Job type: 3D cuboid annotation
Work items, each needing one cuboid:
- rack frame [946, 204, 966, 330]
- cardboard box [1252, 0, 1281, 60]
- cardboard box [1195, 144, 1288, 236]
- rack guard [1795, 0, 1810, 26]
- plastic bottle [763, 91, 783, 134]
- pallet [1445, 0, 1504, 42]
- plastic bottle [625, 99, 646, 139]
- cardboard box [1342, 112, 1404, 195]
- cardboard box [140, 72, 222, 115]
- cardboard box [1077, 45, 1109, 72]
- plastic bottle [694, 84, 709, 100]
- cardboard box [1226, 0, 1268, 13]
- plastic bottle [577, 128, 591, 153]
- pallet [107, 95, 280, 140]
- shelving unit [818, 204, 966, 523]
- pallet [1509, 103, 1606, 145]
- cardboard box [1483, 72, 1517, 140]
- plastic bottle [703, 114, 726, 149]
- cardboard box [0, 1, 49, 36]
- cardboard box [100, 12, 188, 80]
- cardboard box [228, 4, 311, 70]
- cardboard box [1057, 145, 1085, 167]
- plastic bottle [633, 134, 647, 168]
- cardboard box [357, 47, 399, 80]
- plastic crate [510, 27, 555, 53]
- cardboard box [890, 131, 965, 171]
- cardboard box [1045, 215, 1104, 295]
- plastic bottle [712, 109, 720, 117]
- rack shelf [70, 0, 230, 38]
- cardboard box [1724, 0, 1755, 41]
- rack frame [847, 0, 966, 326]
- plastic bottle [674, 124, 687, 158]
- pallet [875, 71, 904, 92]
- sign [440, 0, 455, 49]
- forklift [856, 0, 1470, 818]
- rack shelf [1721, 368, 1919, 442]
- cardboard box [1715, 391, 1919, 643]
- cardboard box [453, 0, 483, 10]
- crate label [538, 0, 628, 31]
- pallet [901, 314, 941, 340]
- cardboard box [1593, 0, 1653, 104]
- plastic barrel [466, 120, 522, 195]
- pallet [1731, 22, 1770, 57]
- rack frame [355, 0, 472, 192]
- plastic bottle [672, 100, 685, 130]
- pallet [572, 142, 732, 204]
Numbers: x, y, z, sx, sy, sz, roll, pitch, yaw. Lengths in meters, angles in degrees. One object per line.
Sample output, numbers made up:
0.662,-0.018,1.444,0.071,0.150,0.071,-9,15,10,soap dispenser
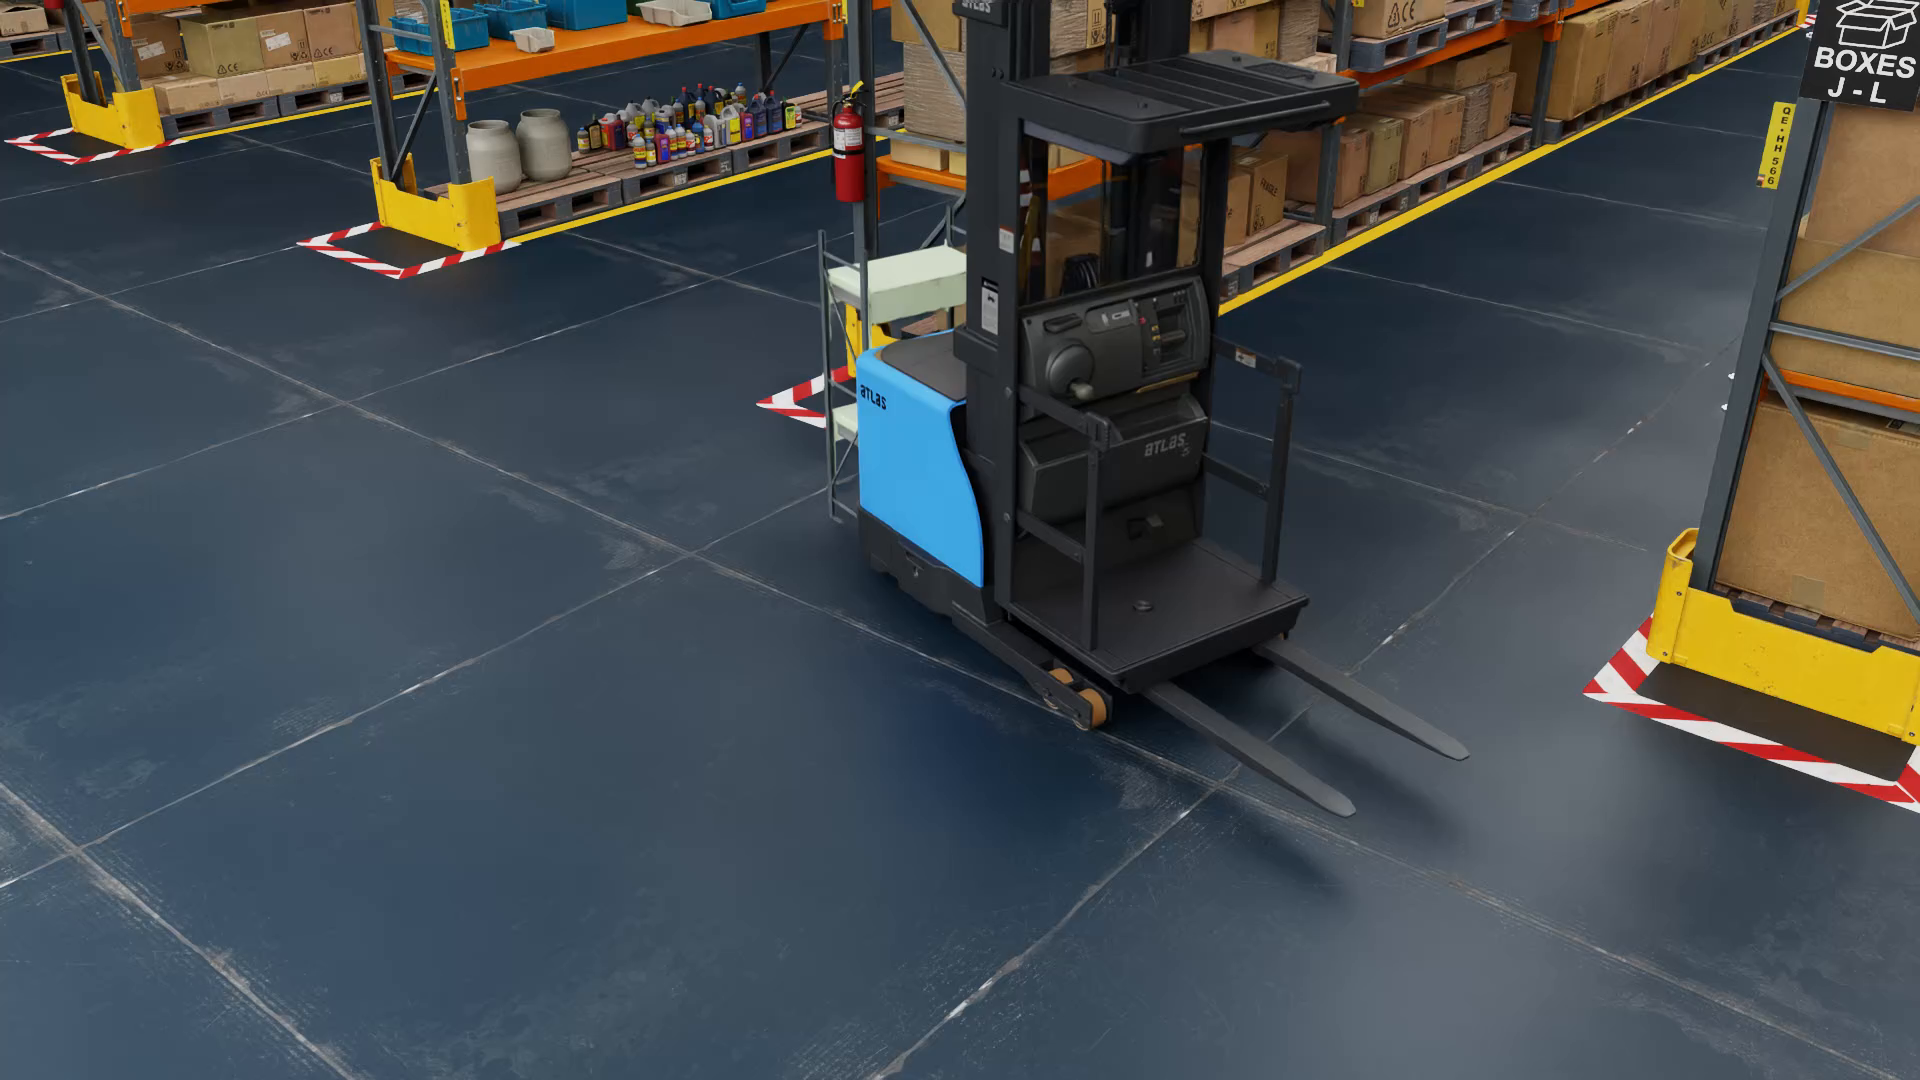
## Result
0.057,-0.906,8.369,0.023,1.500,0.400,-18,32,-31,rack frame
1.661,-3.502,11.323,0.875,0.500,0.500,21,34,34,cardboard box
2.055,-2.581,12.237,0.500,0.500,0.500,20,33,33,cardboard box
9.989,-6.787,20.826,1.175,0.500,0.348,21,34,34,rack guard
-1.669,-3.788,14.712,0.144,0.351,0.185,20,33,33,plastic bottle
3.657,-4.254,13.416,1.003,0.211,1.213,21,34,34,pallet
-2.824,-3.652,14.450,0.144,0.351,0.185,22,35,36,plastic bottle
3.066,-3.095,13.209,0.700,0.500,0.500,21,34,34,cardboard box
-7.333,-4.203,15.646,0.500,0.250,0.500,21,34,34,cardboard box
0.393,-2.792,9.950,0.875,0.500,0.500,21,34,34,cardboard box
-2.315,-3.936,14.998,0.144,0.351,0.185,22,34,36,plastic bottle
1.631,-3.660,10.540,0.500,0.500,0.500,21,34,34,cardboard box
-3.196,-3.396,14.116,0.097,0.201,0.097,0,27,0,plastic bottle
-7.391,-4.158,16.057,1.003,0.211,1.213,21,34,34,pallet
-0.242,-0.810,8.182,0.755,1.500,0.431,-18,32,-31,shelving unit
5.444,-4.072,15.891,1.003,0.211,1.213,21,34,34,pallet
4.474,-3.894,14.755,0.700,0.500,0.500,19,33,32,cardboard box
-2.103,-3.516,14.268,0.152,0.276,0.135,21,34,35,plastic bottle
-10.798,-5.981,18.995,0.500,0.311,0.500,24,36,38,cardboard box
-7.734,-4.688,15.767,0.500,0.500,0.500,21,34,34,cardboard box
-6.708,-4.895,16.167,0.500,0.500,0.500,21,34,34,cardboard box
0.506,-2.303,9.711,0.380,0.149,0.250,21,34,34,cardboard box
-2.632,-3.199,13.660,0.097,0.271,0.097,0,27,0,plastic bottle
-6.060,-4.912,17.016,0.500,0.250,0.500,21,34,34,cardboard box
-3.208,-3.770,12.560,0.298,0.136,0.250,21,34,34,plastic crate
-0.182,-2.266,9.639,0.380,0.149,0.250,21,34,34,cardboard box
0.560,-1.731,10.595,0.500,0.500,0.500,-18,32,-31,cardboard box
-2.092,-3.597,14.415,0.061,0.283,0.133,21,34,34,plastic bottle
-6.573,-5.502,16.405,1.077,0.370,4.000,21,34,34,rack shelf
8.483,-6.243,18.909,0.875,0.875,0.875,21,34,34,cardboard box
-0.204,-2.216,9.269,1.000,3.000,0.127,21,34,34,rack frame
-2.350,-3.356,13.963,0.097,0.271,0.097,0,27,0,plastic bottle
-0.236,-4.568,16.850,1.003,0.211,1.213,21,34,34,pallet
-3.604,-3.624,11.690,0.100,0.325,0.005,21,34,34,sign
0.766,-0.782,6.571,1.130,2.935,3.031,-18,32,-31,forklift
4.831,-1.120,7.934,1.077,0.370,4.000,21,34,34,rack shelf
3.940,-0.233,7.292,0.875,0.875,0.875,21,34,35,cardboard box
-5.265,-5.973,18.456,0.500,0.311,0.500,21,34,34,cardboard box
-3.064,-4.411,13.474,0.502,0.435,0.616,21,34,34,crate label
0.389,-1.282,10.499,1.003,0.211,1.213,21,34,34,pallet
5.913,-4.848,16.212,1.225,0.875,0.875,21,34,35,cardboard box
-3.666,-3.001,13.037,0.421,0.512,0.421,0,27,0,plastic barrel
8.749,-5.913,19.451,1.003,0.211,1.213,21,34,34,pallet
-4.026,-3.664,12.068,1.000,3.000,0.127,21,34,34,rack frame
-2.500,-3.771,14.765,0.097,0.271,0.097,0,27,0,plastic bottle
-2.717,-3.183,14.173,1.003,0.211,1.213,21,34,34,pallet
